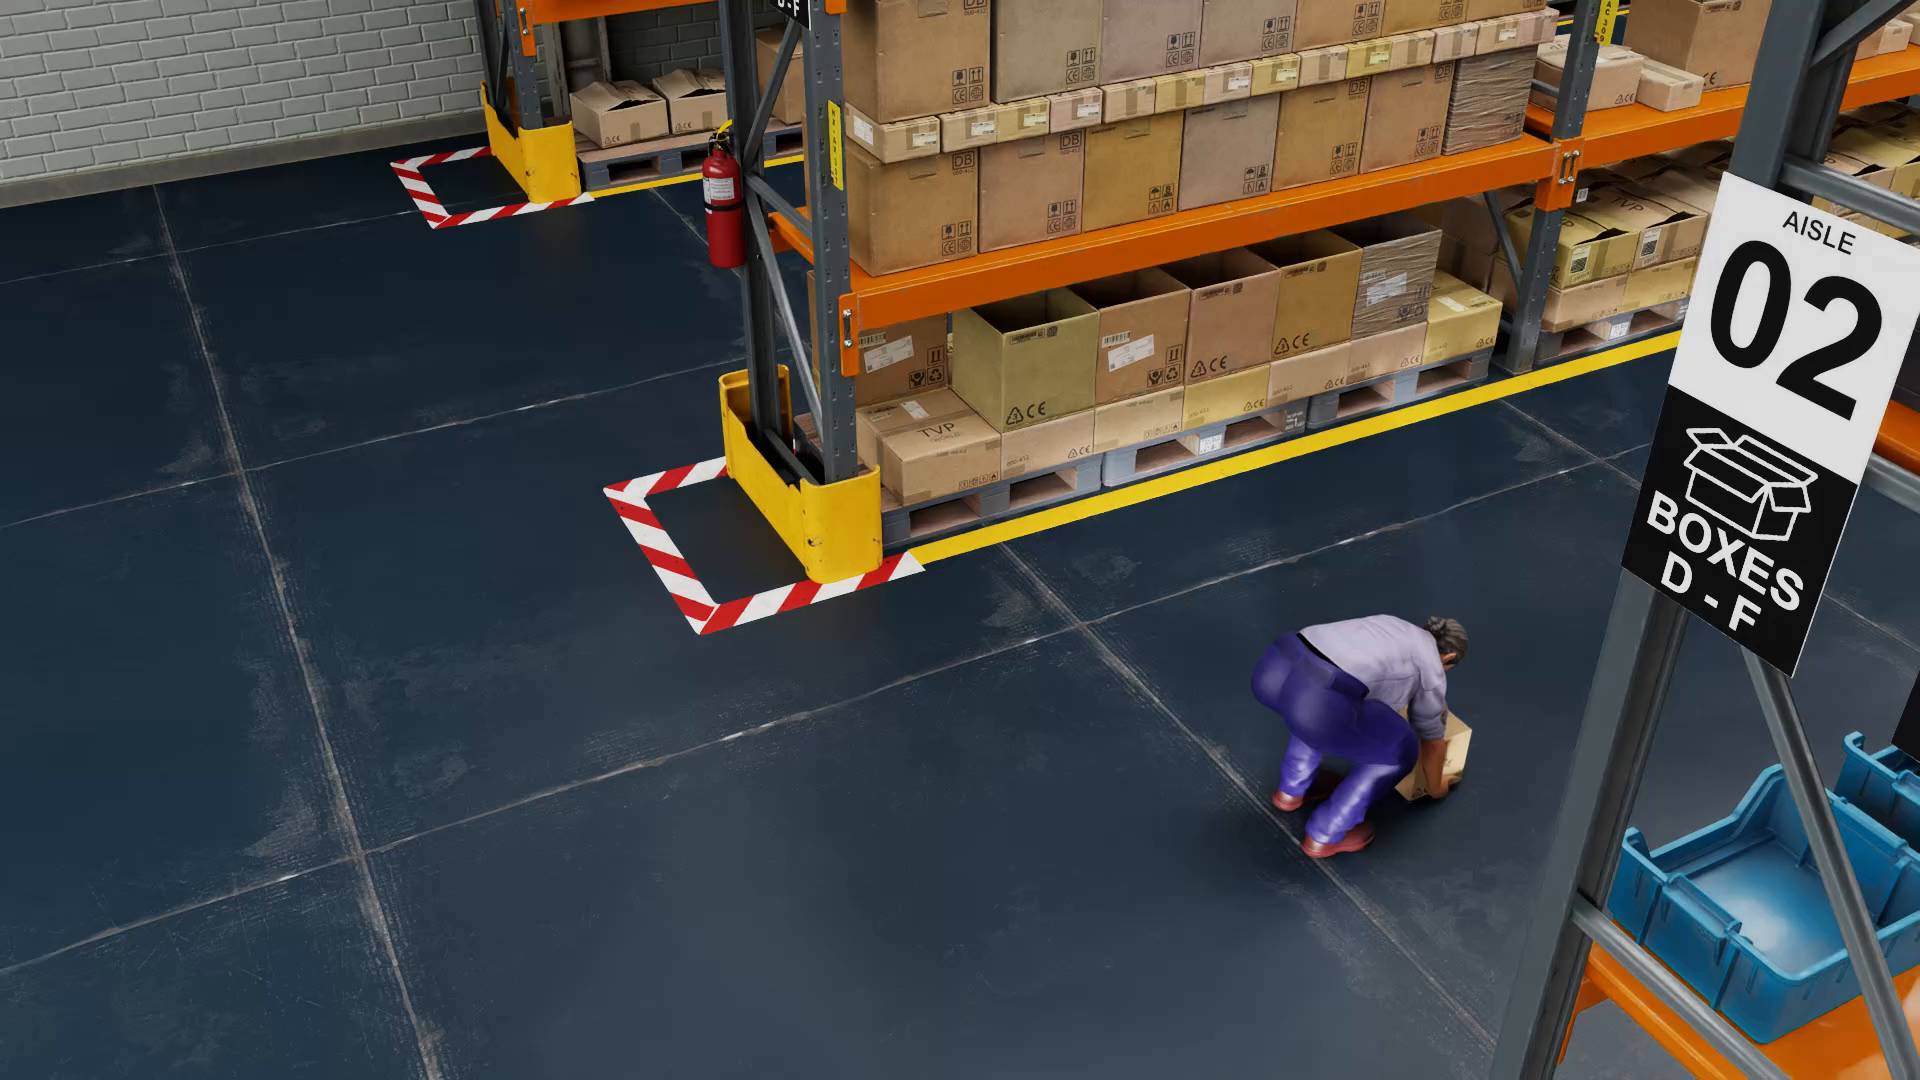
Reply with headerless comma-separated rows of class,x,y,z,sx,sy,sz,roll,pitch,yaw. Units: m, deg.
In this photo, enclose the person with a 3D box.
person,1.434,0.631,5.918,0.898,0.853,0.506,-18,37,-25
